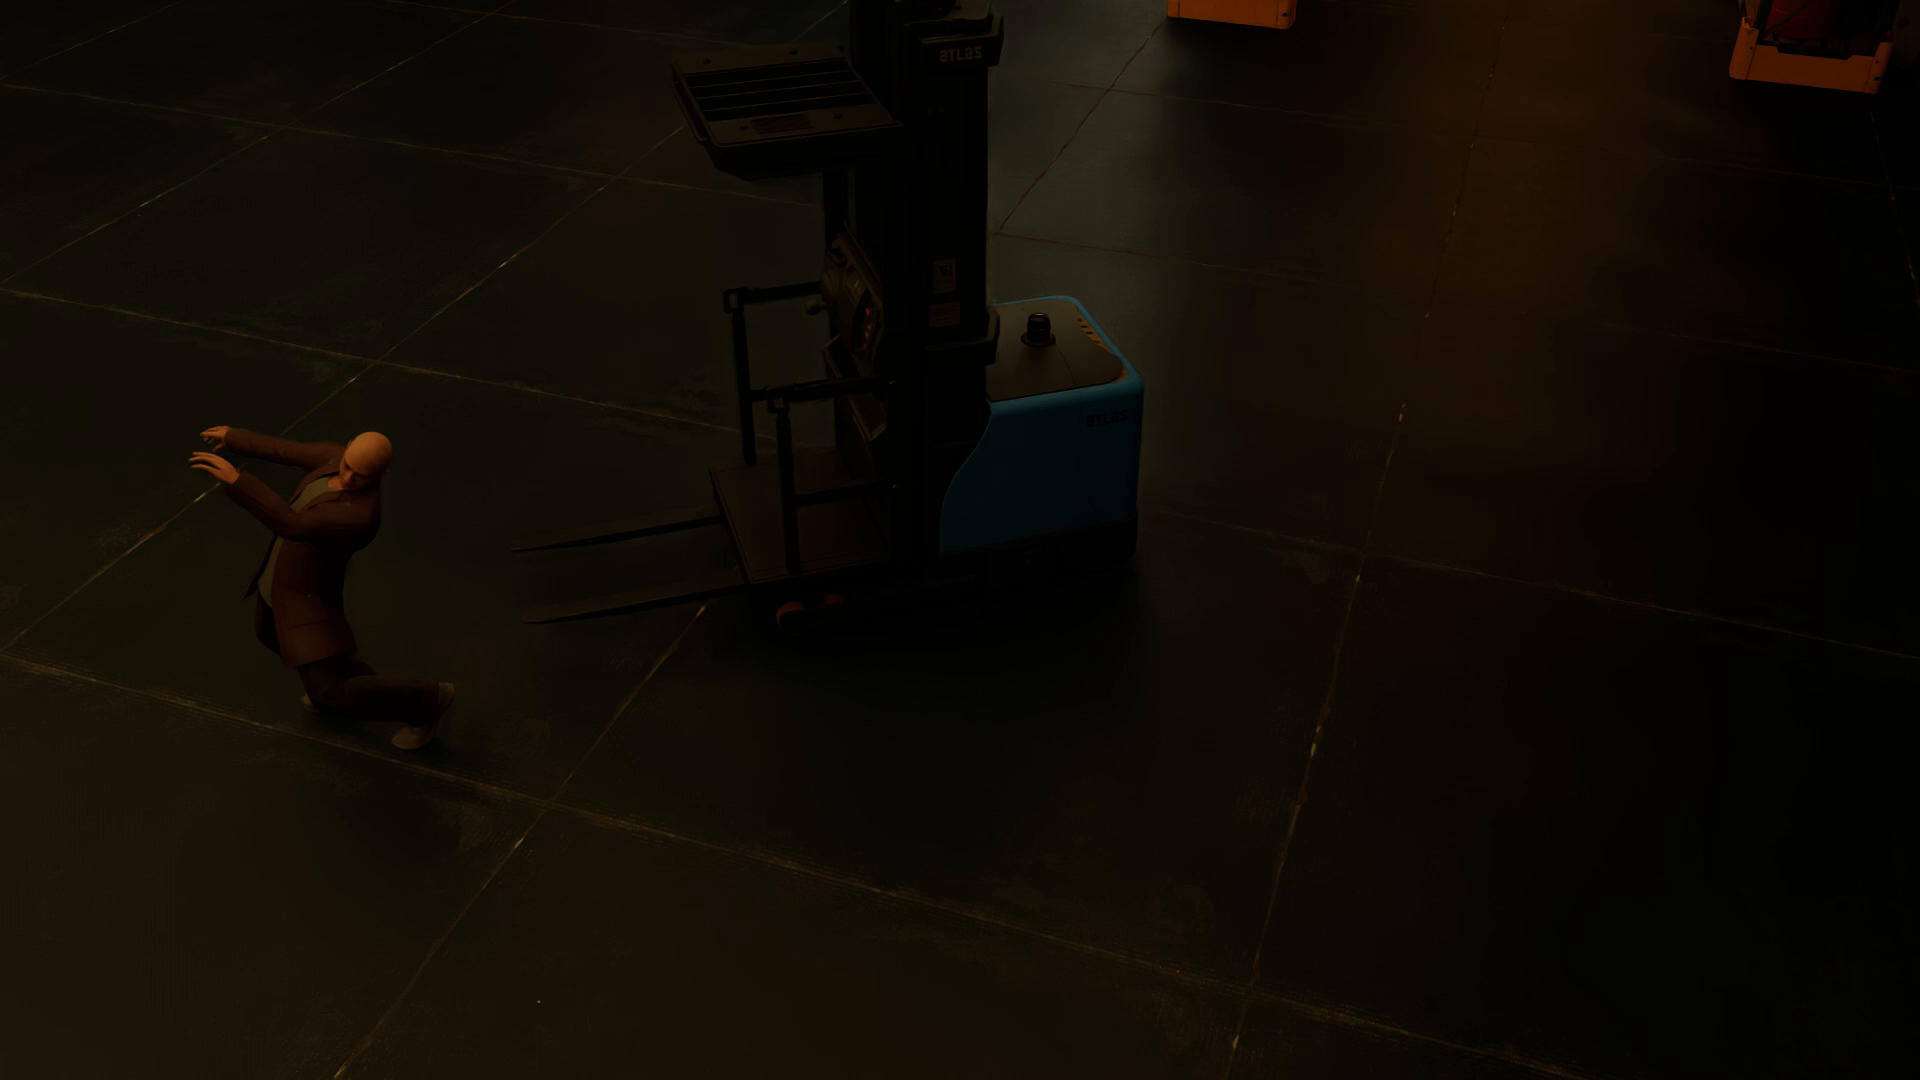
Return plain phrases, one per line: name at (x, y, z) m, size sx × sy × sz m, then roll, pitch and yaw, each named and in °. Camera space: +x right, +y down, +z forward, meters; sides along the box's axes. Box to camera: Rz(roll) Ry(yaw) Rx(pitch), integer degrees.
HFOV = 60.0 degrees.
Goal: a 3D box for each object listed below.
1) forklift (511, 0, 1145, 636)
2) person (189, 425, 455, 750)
forklift at (-0.680, -1.079, 7.632) m, size 3.031 × 2.935 × 1.130 m, roll -10°, pitch 37°, yaw -14°
person at (-2.790, 0.096, 7.109) m, size 0.738 × 1.589 × 1.116 m, roll -24°, pitch 42°, yaw -30°
